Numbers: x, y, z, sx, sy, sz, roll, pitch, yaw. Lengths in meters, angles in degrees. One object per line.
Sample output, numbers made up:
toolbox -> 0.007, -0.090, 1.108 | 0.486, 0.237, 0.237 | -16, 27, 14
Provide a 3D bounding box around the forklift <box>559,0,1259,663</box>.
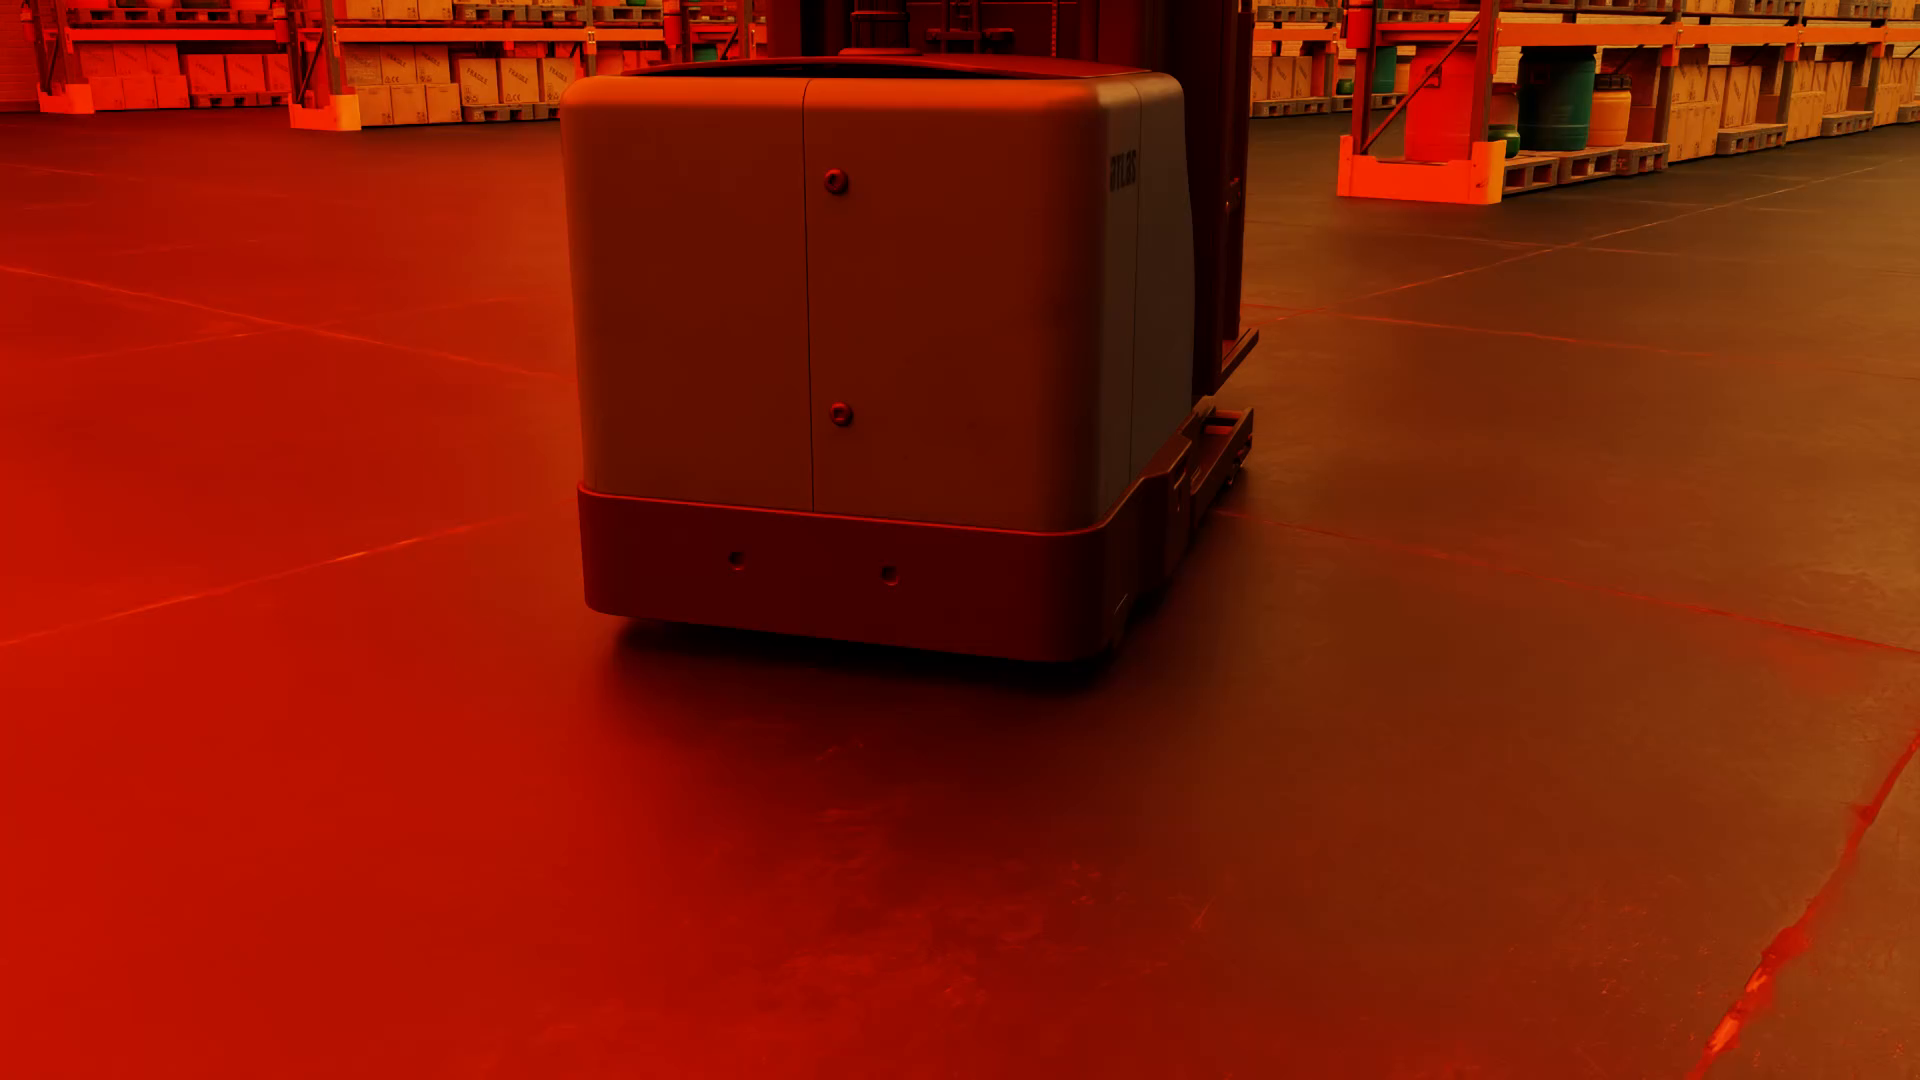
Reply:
forklift -> 0.182, -1.571, 4.072 | 1.130, 2.935, 3.031 | 5, 18, 17
